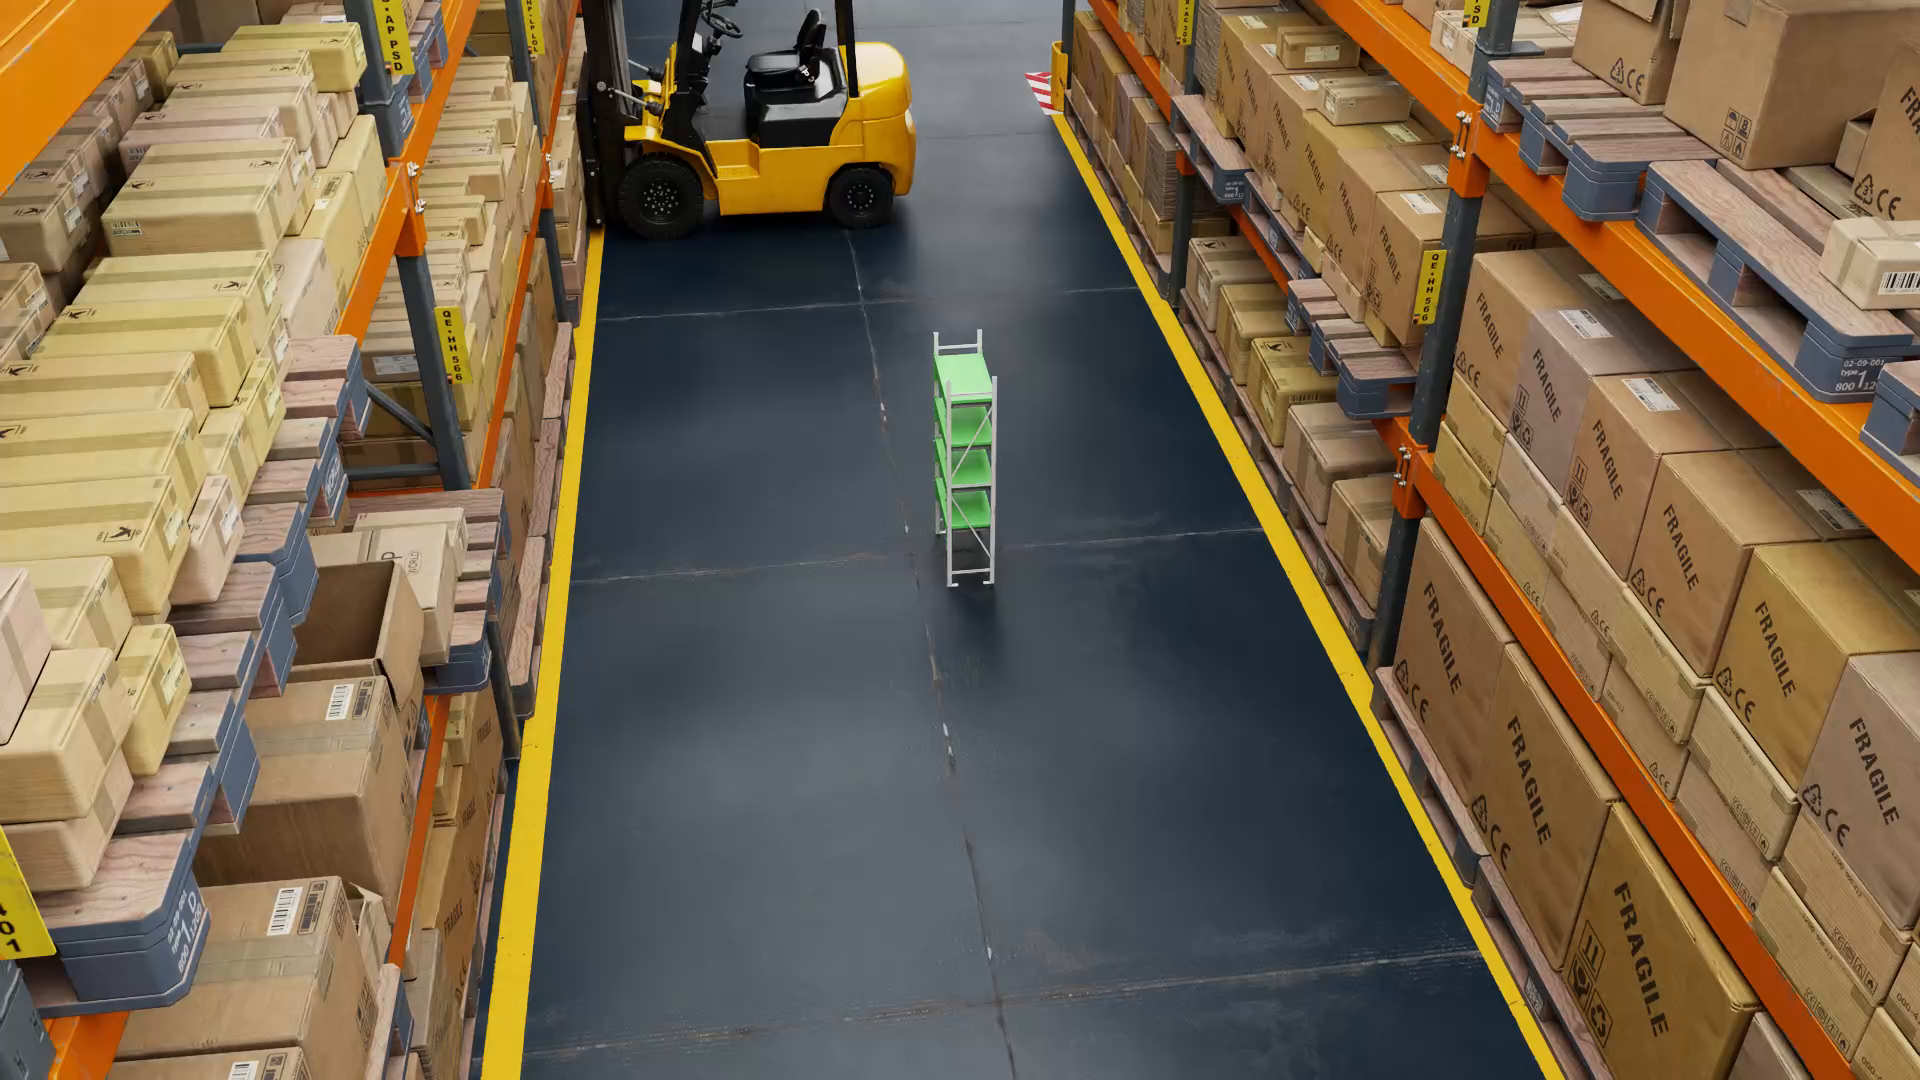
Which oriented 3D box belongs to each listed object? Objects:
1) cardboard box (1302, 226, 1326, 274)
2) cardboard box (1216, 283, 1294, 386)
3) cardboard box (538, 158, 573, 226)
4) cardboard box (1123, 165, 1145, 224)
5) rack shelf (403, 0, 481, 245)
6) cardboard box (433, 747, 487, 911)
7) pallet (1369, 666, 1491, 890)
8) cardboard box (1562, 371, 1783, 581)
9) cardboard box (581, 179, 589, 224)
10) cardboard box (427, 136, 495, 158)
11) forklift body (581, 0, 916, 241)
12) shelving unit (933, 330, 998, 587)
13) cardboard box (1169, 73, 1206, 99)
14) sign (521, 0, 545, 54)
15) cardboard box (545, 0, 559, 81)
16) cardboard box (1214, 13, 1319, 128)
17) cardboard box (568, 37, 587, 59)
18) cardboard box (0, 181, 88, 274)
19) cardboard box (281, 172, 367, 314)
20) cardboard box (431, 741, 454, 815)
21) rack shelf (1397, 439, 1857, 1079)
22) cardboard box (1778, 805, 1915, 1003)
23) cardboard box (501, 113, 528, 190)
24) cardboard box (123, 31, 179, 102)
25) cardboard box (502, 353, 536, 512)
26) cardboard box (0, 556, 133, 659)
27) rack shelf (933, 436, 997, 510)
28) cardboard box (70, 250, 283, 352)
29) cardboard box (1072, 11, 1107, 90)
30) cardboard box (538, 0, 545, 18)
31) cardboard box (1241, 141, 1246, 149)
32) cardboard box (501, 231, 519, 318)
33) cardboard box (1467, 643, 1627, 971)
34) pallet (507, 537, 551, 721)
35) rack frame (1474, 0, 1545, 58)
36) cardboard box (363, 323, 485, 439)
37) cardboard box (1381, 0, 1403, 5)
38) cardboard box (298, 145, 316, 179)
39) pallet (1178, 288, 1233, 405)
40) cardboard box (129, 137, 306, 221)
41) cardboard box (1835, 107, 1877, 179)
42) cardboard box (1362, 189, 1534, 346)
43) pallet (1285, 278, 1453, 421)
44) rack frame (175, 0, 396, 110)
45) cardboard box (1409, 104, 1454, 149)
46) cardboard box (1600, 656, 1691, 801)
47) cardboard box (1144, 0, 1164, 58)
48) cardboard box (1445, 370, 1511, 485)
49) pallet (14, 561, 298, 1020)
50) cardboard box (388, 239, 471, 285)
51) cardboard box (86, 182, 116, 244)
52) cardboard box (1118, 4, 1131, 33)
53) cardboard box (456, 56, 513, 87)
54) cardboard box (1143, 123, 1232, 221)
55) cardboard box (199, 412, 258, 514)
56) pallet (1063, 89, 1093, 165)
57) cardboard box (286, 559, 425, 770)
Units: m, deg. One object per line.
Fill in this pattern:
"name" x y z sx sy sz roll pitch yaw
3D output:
"cardboard box" 1.908 -1.436 8.172 0.380 0.149 0.250 -4 34 -6
"cardboard box" 2.083 -1.253 10.014 0.950 0.372 0.625 -2 34 -3
"cardboard box" -2.762 -2.225 10.660 0.500 0.250 0.500 -5 35 -7
"cardboard box" 1.483 -2.502 11.955 0.500 0.250 0.500 -5 35 -8
"rack shelf" -2.739 -2.307 7.575 1.077 0.370 4.000 -4 35 -6
"cardboard box" -2.143 1.111 6.432 0.500 0.500 0.500 -5 35 -7
"pallet" 2.479 0.972 7.265 1.003 0.211 1.213 -4 35 -6
"cardboard box" 2.403 -0.221 5.563 0.500 0.500 0.500 -3 34 -5
"cardboard box" -2.913 -2.380 11.777 0.500 0.250 0.500 -4 34 -6
"cardboard box" -2.541 -1.905 8.346 0.380 0.149 0.250 -4 34 -6
"forklift body" -1.483 -3.442 12.019 2.313 2.155 1.214 -4 35 -6
"shelving unit" 0.022 -0.403 8.405 0.258 1.200 0.503 -4 35 -6
"cardboard box" 1.565 -2.911 10.709 0.380 0.149 0.250 -5 35 -7
"sign" -2.472 -2.973 9.619 0.100 0.325 0.005 -4 35 -6
"cardboard box" -2.965 -3.361 11.058 0.500 0.500 0.500 -5 35 -7
"cardboard box" 1.757 -2.633 9.353 0.500 0.500 0.500 -4 35 -6
"cardboard box" -3.101 -3.645 12.745 0.500 0.250 0.500 -4 34 -6
"cardboard box" -2.464 -0.785 4.218 0.380 0.149 0.250 -5 35 -7
"cardboard box" -2.092 -0.877 4.972 0.500 0.250 0.500 -4 35 -6
"cardboard box" -2.094 0.900 6.165 0.380 0.149 0.250 -5 35 -8
"rack shelf" 2.717 0.787 5.699 1.077 0.370 4.000 -4 35 -6
"cardboard box" 2.611 0.955 4.502 0.500 0.250 0.500 -4 34 -5
"cardboard box" -2.612 -2.084 8.962 0.500 0.250 0.500 -5 35 -8
"cardboard box" -2.695 -1.487 5.248 0.380 0.149 0.250 -6 35 -8
"cardboard box" -2.727 -0.529 8.728 0.875 0.625 0.625 -6 35 -8
"cardboard box" -1.644 0.167 2.803 0.380 0.149 0.250 -4 34 -6
"rack shelf" 0.022 -0.351 8.441 0.258 0.148 0.480 -4 35 -6
"cardboard box" -1.803 -0.544 3.848 0.380 0.149 0.250 -4 34 -6
"cardboard box" 1.210 -3.953 13.419 0.500 0.500 0.500 -5 35 -8
"cardboard box" -2.849 -3.419 10.567 0.380 0.149 0.250 -4 34 -5
"cardboard box" 1.810 -2.303 9.445 0.380 0.149 0.250 -2 34 -3
"cardboard box" -2.495 -1.310 8.270 0.500 0.250 0.500 -3 34 -5
"cardboard box" 2.574 0.968 6.308 0.875 0.875 0.875 -4 34 -6
"pallet" -2.542 0.442 8.043 1.003 0.211 1.213 -4 35 -6
"rack frame" 2.448 -3.105 5.445 1.000 3.000 0.127 -4 35 -6
"cardboard box" -2.263 -0.661 6.874 0.500 0.250 0.500 -4 35 -6
"cardboard box" 2.215 -2.757 7.506 0.797 0.503 0.637 -4 35 -6
"cardboard box" -2.158 -1.116 4.969 0.380 0.149 0.250 -4 34 -5
"pallet" 2.016 -1.272 10.557 1.003 0.211 1.213 -4 35 -6
"cardboard box" -1.992 -0.961 4.476 0.380 0.149 0.250 -5 35 -7
"cardboard box" 2.980 -1.242 5.120 0.396 0.266 0.258 -5 35 -8
"cardboard box" 2.111 -1.197 7.245 0.500 0.500 0.500 -5 35 -8
"pallet" 2.247 -0.937 7.760 1.213 0.211 1.003 -4 35 -6
"rack frame" -2.470 -2.727 4.890 1.000 3.000 0.127 -4 35 -6
"cardboard box" 2.462 -1.819 8.158 0.500 0.500 0.500 -4 34 -6
"cardboard box" 2.486 0.581 5.495 0.500 0.250 0.500 -4 35 -6
"cardboard box" 1.528 -3.538 11.054 0.500 0.500 0.500 -3 34 -5
"cardboard box" 2.271 -0.469 6.593 0.500 0.250 0.500 -5 35 -7
"pallet" -1.950 0.453 3.054 1.213 0.211 1.003 -4 35 -6
"cardboard box" -2.366 -1.193 7.301 0.380 0.149 0.250 -4 34 -6
"cardboard box" -2.628 -0.938 4.707 0.380 0.149 0.250 -5 35 -7
"cardboard box" 1.350 -3.763 11.961 0.380 0.149 0.250 -4 34 -6
"cardboard box" -2.742 -2.616 9.389 0.380 0.149 0.250 -3 34 -5
"cardboard box" 1.565 -2.515 11.309 0.500 0.500 0.500 -5 35 -7
"cardboard box" -1.718 -0.133 3.509 0.380 0.149 0.250 -5 35 -7
"pallet" 1.457 -3.440 13.739 1.003 0.211 1.213 -4 35 -6
"cardboard box" -2.067 0.432 5.116 0.797 0.503 0.637 -5 35 -7
